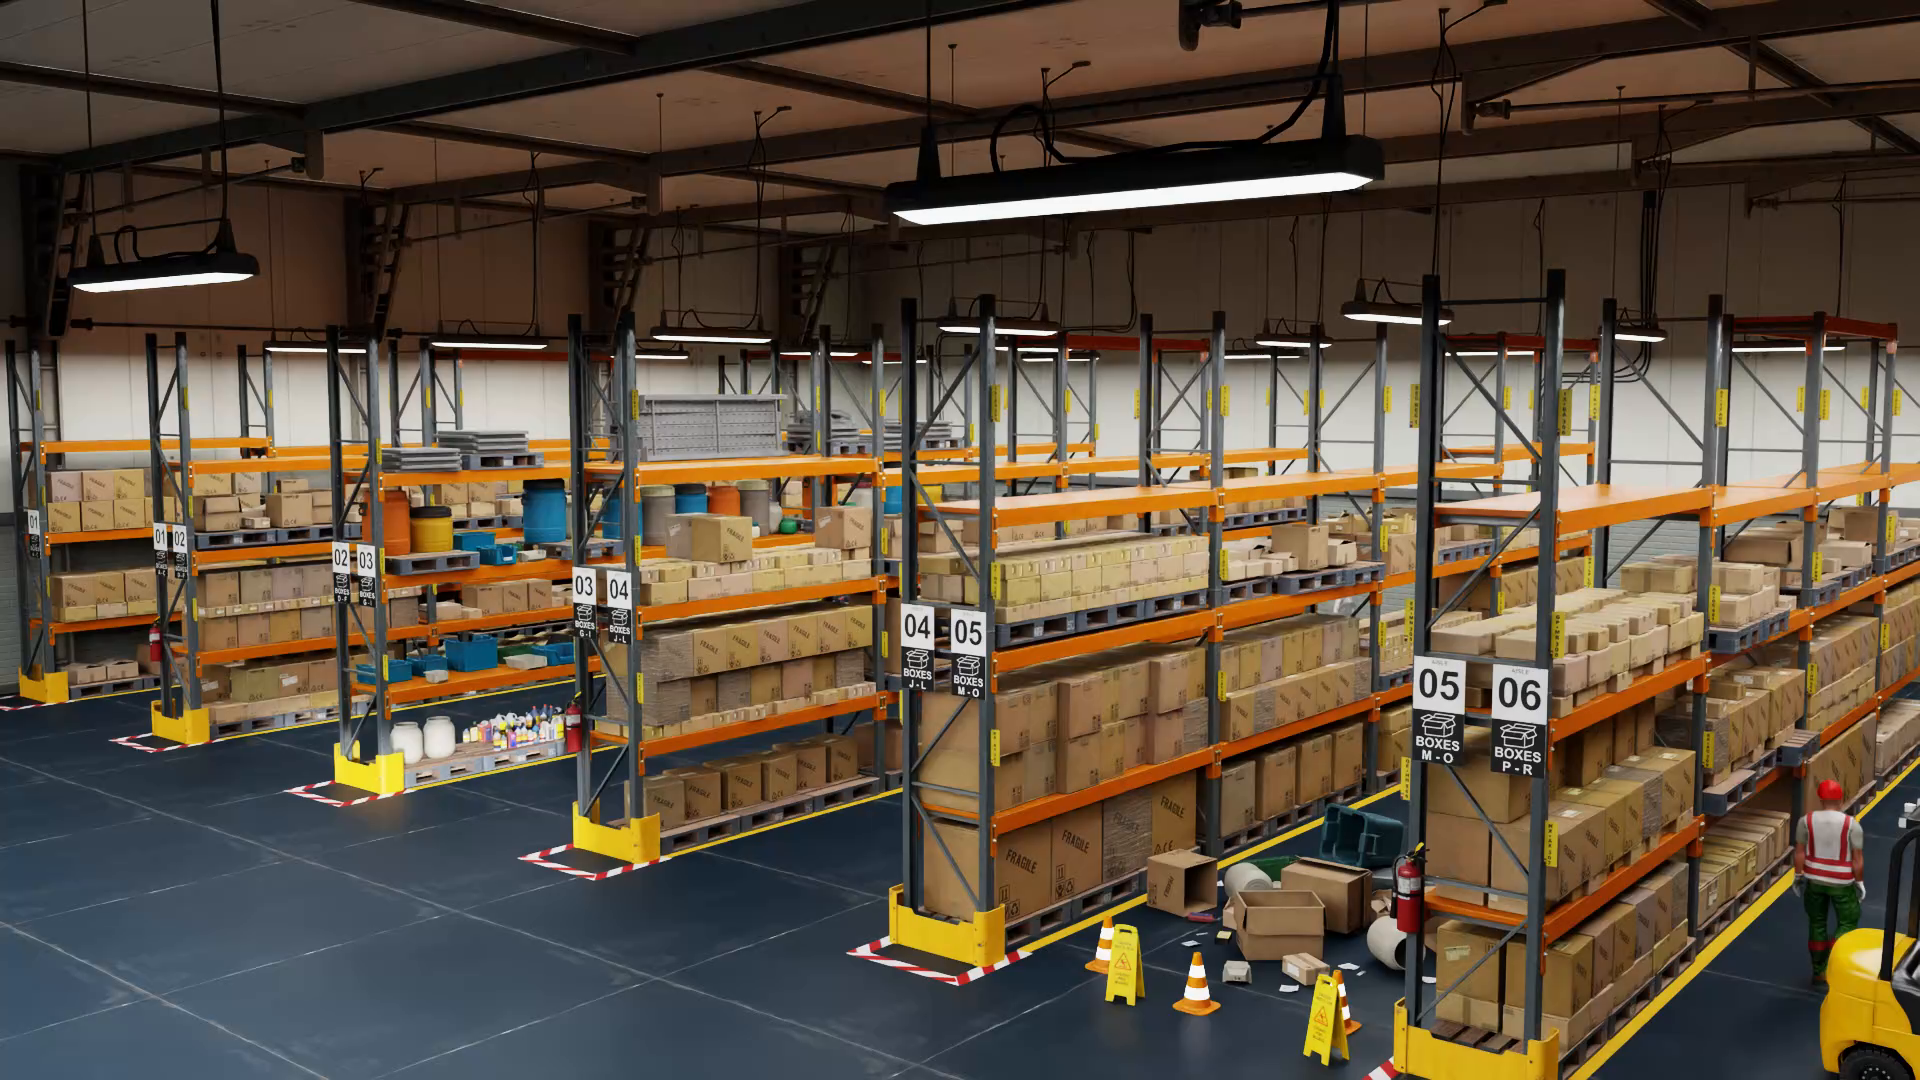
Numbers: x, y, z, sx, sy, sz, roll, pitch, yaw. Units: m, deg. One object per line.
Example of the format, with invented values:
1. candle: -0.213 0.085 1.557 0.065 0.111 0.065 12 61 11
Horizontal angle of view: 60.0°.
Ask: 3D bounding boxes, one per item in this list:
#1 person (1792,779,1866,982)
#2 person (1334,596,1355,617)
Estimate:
1. person: 7.562 2.980 14.481 0.573 1.787 0.551 4 6 37
2. person: 7.259 1.547 31.394 0.478 1.628 0.340 -3 6 -34
